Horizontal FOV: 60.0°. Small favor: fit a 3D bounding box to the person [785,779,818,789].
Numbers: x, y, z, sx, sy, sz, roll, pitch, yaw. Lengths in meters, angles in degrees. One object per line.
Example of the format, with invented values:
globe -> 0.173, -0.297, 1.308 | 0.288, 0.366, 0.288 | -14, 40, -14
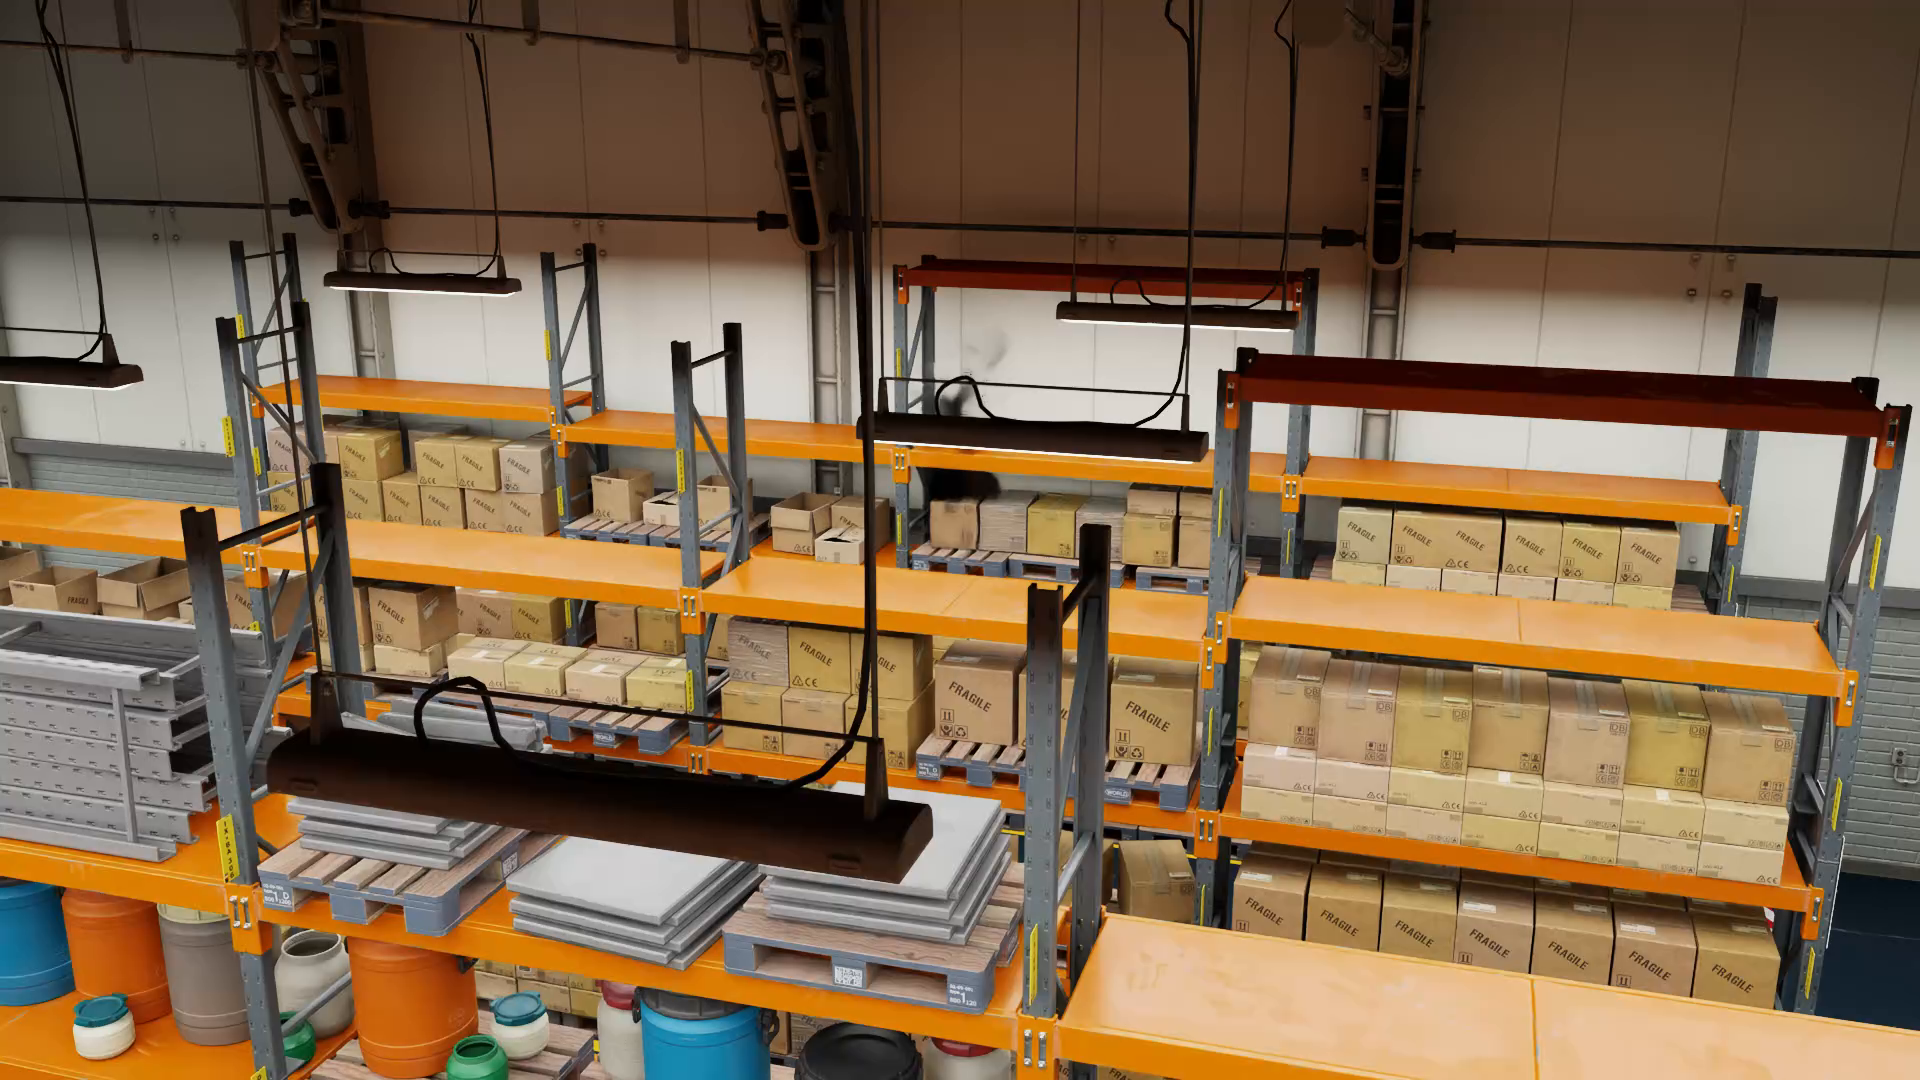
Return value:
person -> -1.518, 2.483, 16.085 | 0.848, 1.670, 0.586 | 4, 17, 13
